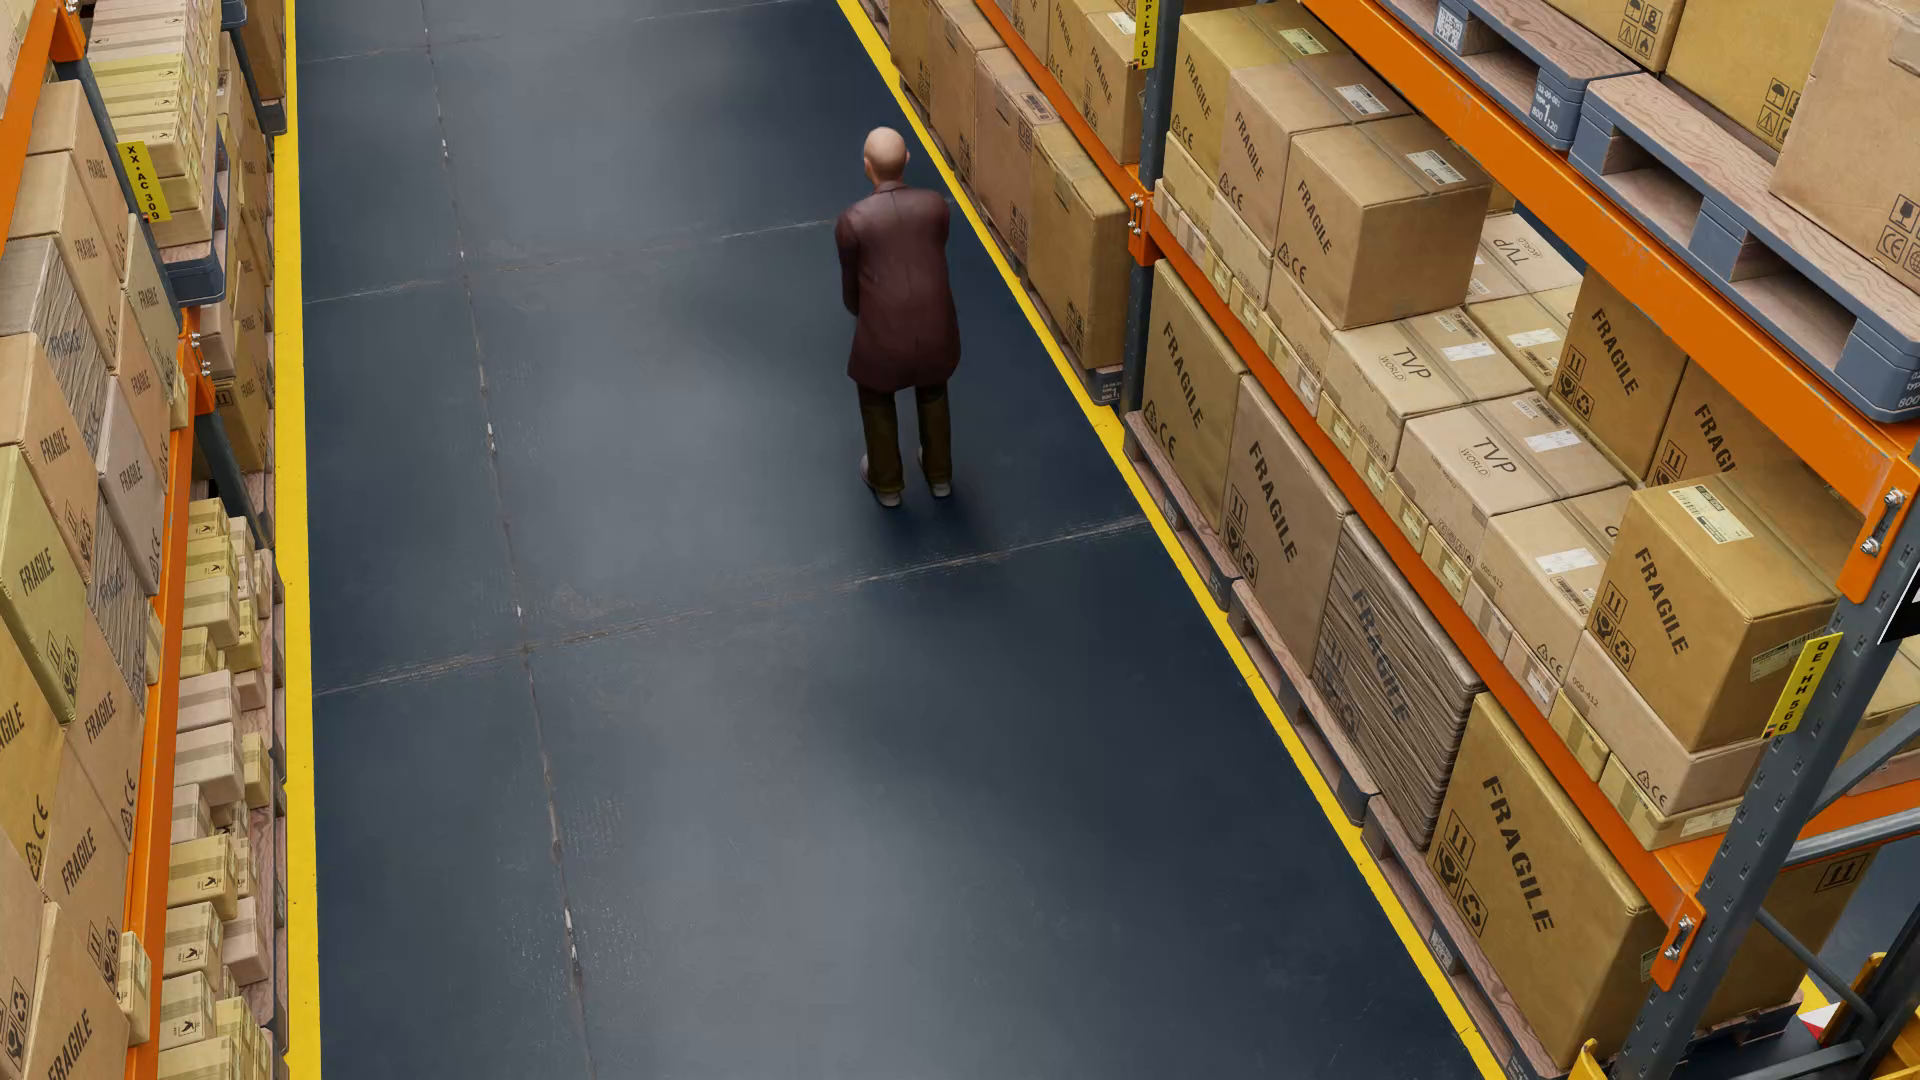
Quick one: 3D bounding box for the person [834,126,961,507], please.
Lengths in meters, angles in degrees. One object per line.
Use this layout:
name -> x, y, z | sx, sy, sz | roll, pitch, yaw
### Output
person -> -0.273, -0.986, 7.297 | 0.531, 1.760, 0.591 | -13, 43, -14
